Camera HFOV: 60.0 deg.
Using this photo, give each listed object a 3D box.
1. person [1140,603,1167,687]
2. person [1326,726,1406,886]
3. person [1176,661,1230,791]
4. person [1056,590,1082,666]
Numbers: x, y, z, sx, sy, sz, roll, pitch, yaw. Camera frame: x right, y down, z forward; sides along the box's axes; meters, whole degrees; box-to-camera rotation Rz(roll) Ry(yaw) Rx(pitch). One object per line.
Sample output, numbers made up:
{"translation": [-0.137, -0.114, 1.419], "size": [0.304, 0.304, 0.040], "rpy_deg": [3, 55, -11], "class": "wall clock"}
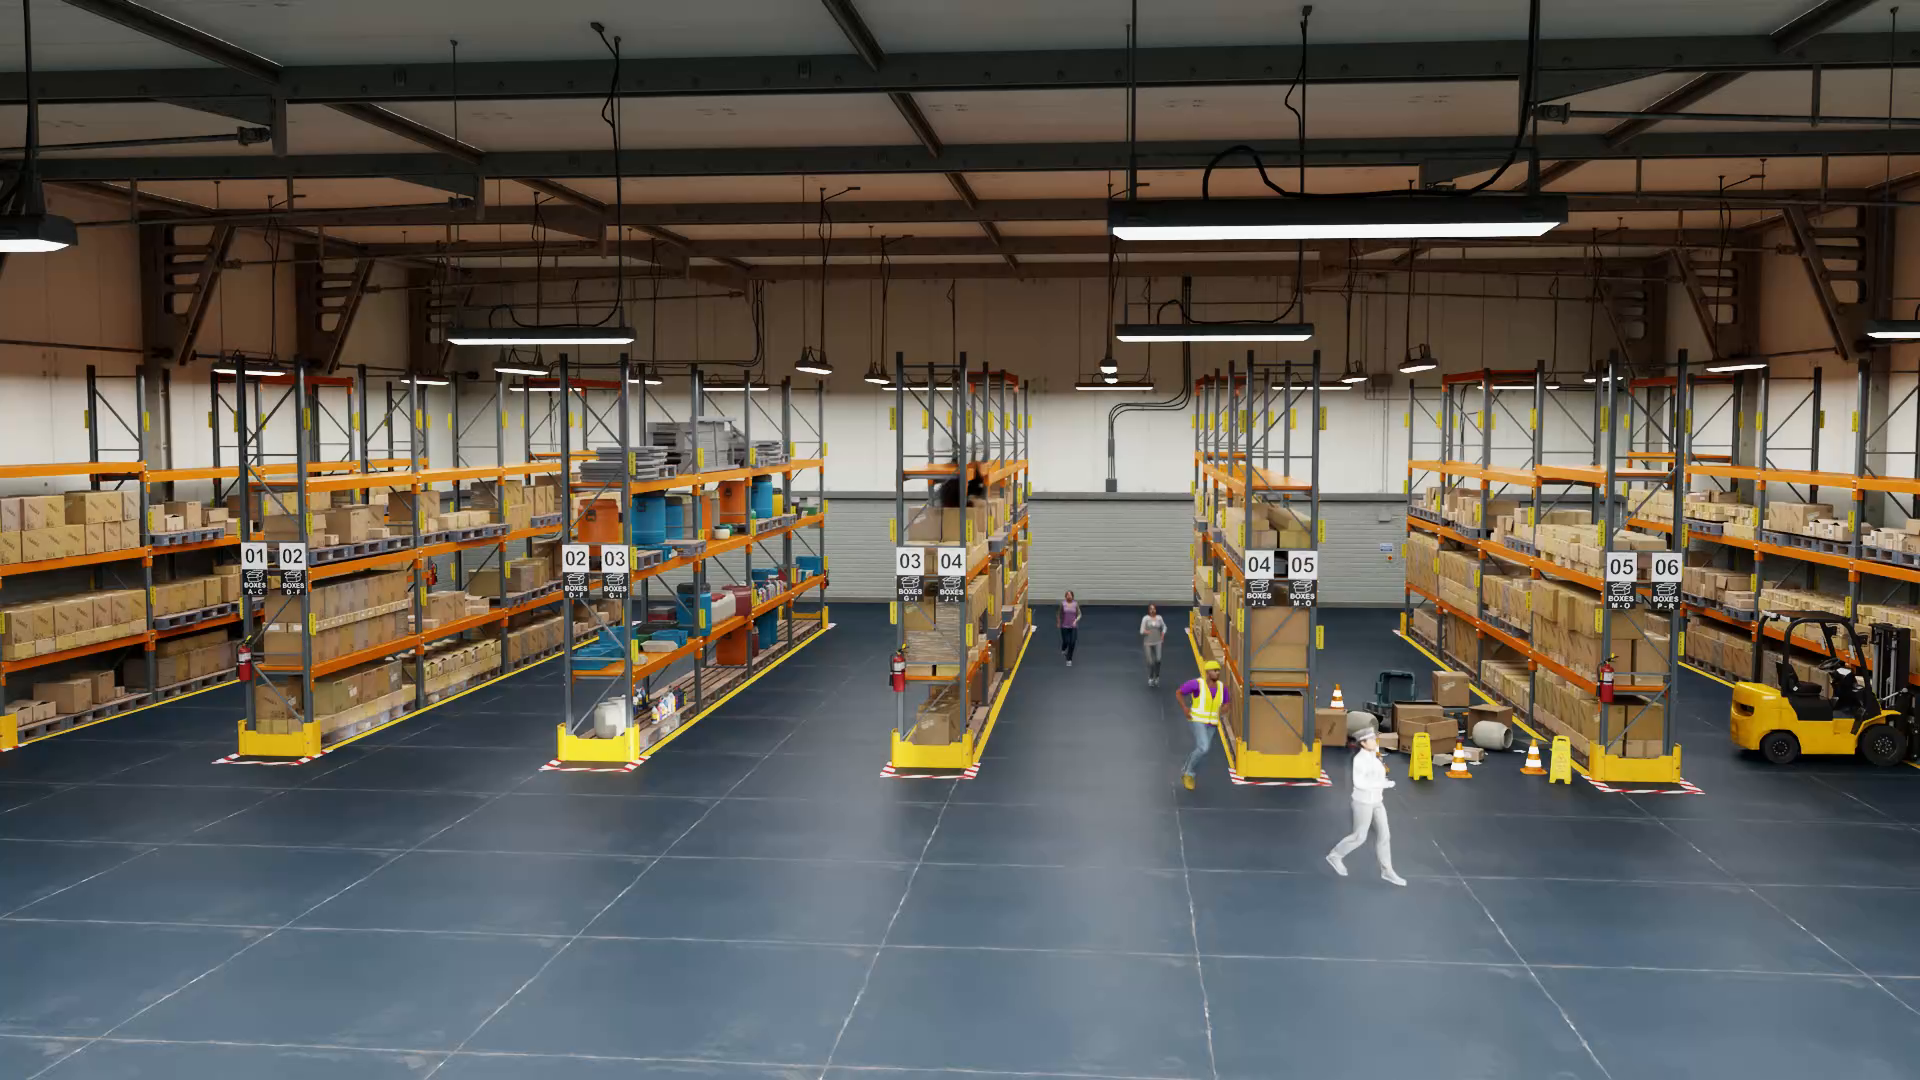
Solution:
{"translation": [3.641, 1.985, 31.286], "size": [0.516, 1.588, 0.608], "rpy_deg": [0, 4, 3], "class": "person"}
{"translation": [4.410, 2.844, 17.993], "size": [0.877, 1.683, 0.616], "rpy_deg": [3, 5, 37], "class": "person"}
{"translation": [3.358, 2.525, 22.792], "size": [0.709, 1.770, 0.652], "rpy_deg": [-2, 5, -28], "class": "person"}
{"translation": [2.238, 1.806, 34.160], "size": [0.536, 1.555, 0.544], "rpy_deg": [0, 4, -1], "class": "person"}
